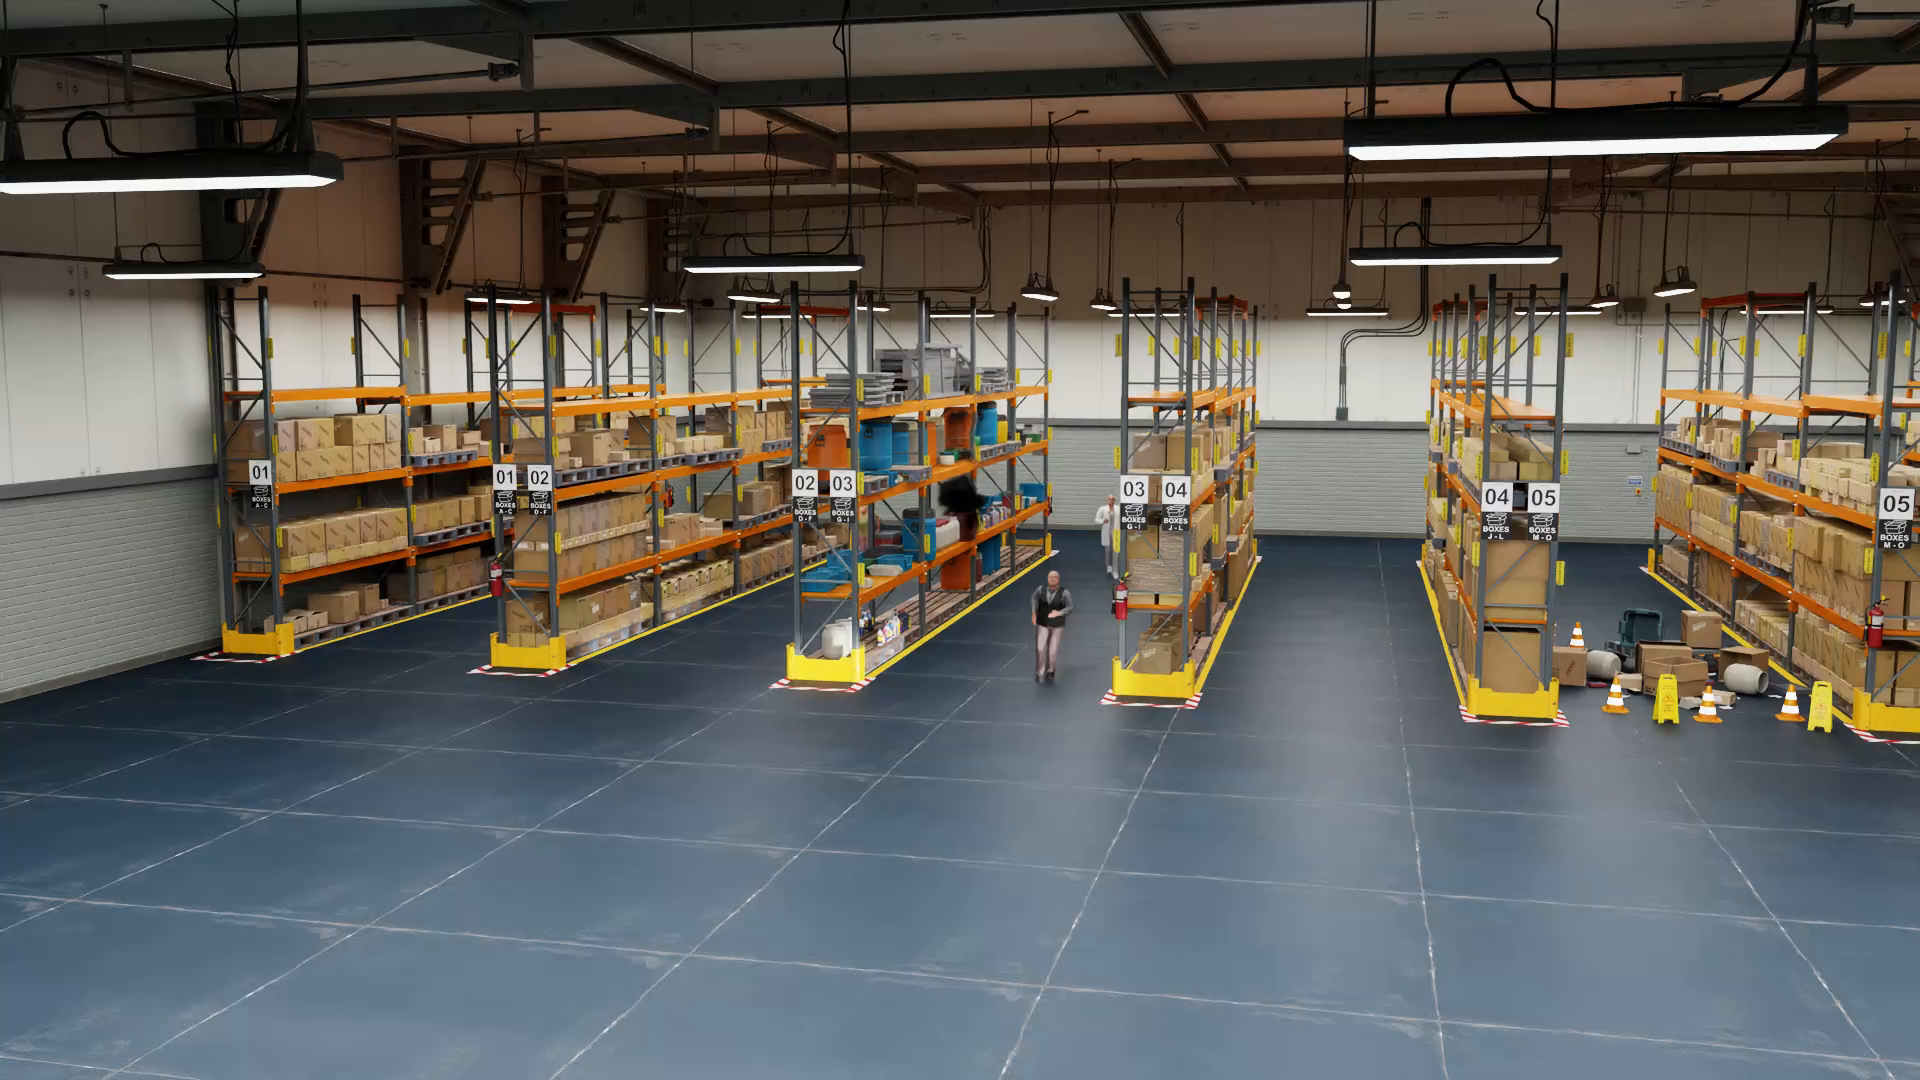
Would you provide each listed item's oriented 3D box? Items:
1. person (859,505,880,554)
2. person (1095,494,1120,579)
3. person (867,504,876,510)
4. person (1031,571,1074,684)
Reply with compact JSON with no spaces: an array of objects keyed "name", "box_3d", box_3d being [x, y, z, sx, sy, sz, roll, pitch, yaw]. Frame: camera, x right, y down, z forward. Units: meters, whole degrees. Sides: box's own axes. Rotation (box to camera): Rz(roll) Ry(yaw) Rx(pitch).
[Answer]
[{"name":"person","box_3d":[-1.975,-0.037,34.650,0.571,1.586,0.678,1,7,12]},{"name":"person","box_3d":[3.326,-0.091,36.670,0.693,1.845,0.902,1,7,5]},{"name":"person","box_3d":[-2.405,-0.704,42.627,0.617,1.633,0.618,6,9,42]},{"name":"person","box_3d":[1.378,1.337,24.928,0.676,1.786,0.659,1,7,11]}]
